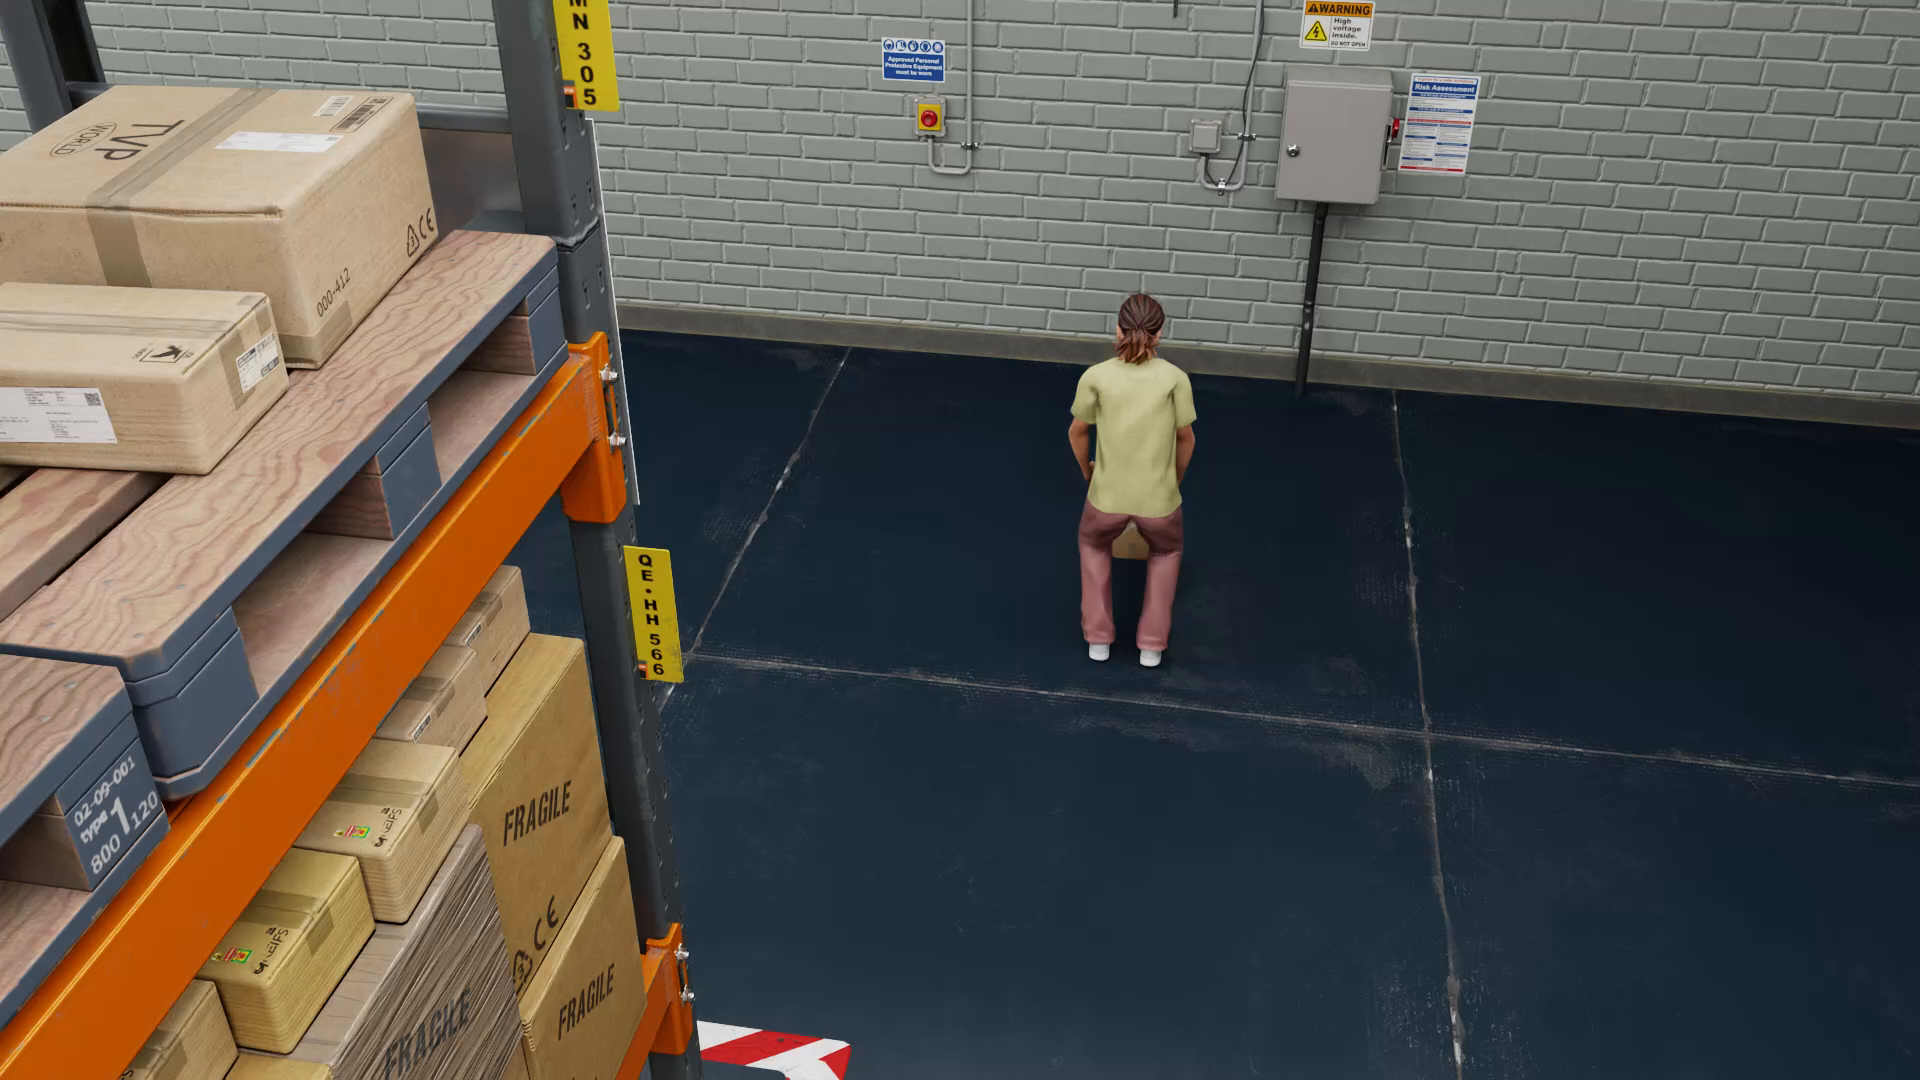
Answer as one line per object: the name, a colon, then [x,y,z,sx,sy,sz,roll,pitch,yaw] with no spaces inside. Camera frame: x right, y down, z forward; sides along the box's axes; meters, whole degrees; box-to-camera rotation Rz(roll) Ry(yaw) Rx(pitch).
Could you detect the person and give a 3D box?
person: [0.670,-0.214,6.632,0.498,1.515,0.532,6,33,9]
